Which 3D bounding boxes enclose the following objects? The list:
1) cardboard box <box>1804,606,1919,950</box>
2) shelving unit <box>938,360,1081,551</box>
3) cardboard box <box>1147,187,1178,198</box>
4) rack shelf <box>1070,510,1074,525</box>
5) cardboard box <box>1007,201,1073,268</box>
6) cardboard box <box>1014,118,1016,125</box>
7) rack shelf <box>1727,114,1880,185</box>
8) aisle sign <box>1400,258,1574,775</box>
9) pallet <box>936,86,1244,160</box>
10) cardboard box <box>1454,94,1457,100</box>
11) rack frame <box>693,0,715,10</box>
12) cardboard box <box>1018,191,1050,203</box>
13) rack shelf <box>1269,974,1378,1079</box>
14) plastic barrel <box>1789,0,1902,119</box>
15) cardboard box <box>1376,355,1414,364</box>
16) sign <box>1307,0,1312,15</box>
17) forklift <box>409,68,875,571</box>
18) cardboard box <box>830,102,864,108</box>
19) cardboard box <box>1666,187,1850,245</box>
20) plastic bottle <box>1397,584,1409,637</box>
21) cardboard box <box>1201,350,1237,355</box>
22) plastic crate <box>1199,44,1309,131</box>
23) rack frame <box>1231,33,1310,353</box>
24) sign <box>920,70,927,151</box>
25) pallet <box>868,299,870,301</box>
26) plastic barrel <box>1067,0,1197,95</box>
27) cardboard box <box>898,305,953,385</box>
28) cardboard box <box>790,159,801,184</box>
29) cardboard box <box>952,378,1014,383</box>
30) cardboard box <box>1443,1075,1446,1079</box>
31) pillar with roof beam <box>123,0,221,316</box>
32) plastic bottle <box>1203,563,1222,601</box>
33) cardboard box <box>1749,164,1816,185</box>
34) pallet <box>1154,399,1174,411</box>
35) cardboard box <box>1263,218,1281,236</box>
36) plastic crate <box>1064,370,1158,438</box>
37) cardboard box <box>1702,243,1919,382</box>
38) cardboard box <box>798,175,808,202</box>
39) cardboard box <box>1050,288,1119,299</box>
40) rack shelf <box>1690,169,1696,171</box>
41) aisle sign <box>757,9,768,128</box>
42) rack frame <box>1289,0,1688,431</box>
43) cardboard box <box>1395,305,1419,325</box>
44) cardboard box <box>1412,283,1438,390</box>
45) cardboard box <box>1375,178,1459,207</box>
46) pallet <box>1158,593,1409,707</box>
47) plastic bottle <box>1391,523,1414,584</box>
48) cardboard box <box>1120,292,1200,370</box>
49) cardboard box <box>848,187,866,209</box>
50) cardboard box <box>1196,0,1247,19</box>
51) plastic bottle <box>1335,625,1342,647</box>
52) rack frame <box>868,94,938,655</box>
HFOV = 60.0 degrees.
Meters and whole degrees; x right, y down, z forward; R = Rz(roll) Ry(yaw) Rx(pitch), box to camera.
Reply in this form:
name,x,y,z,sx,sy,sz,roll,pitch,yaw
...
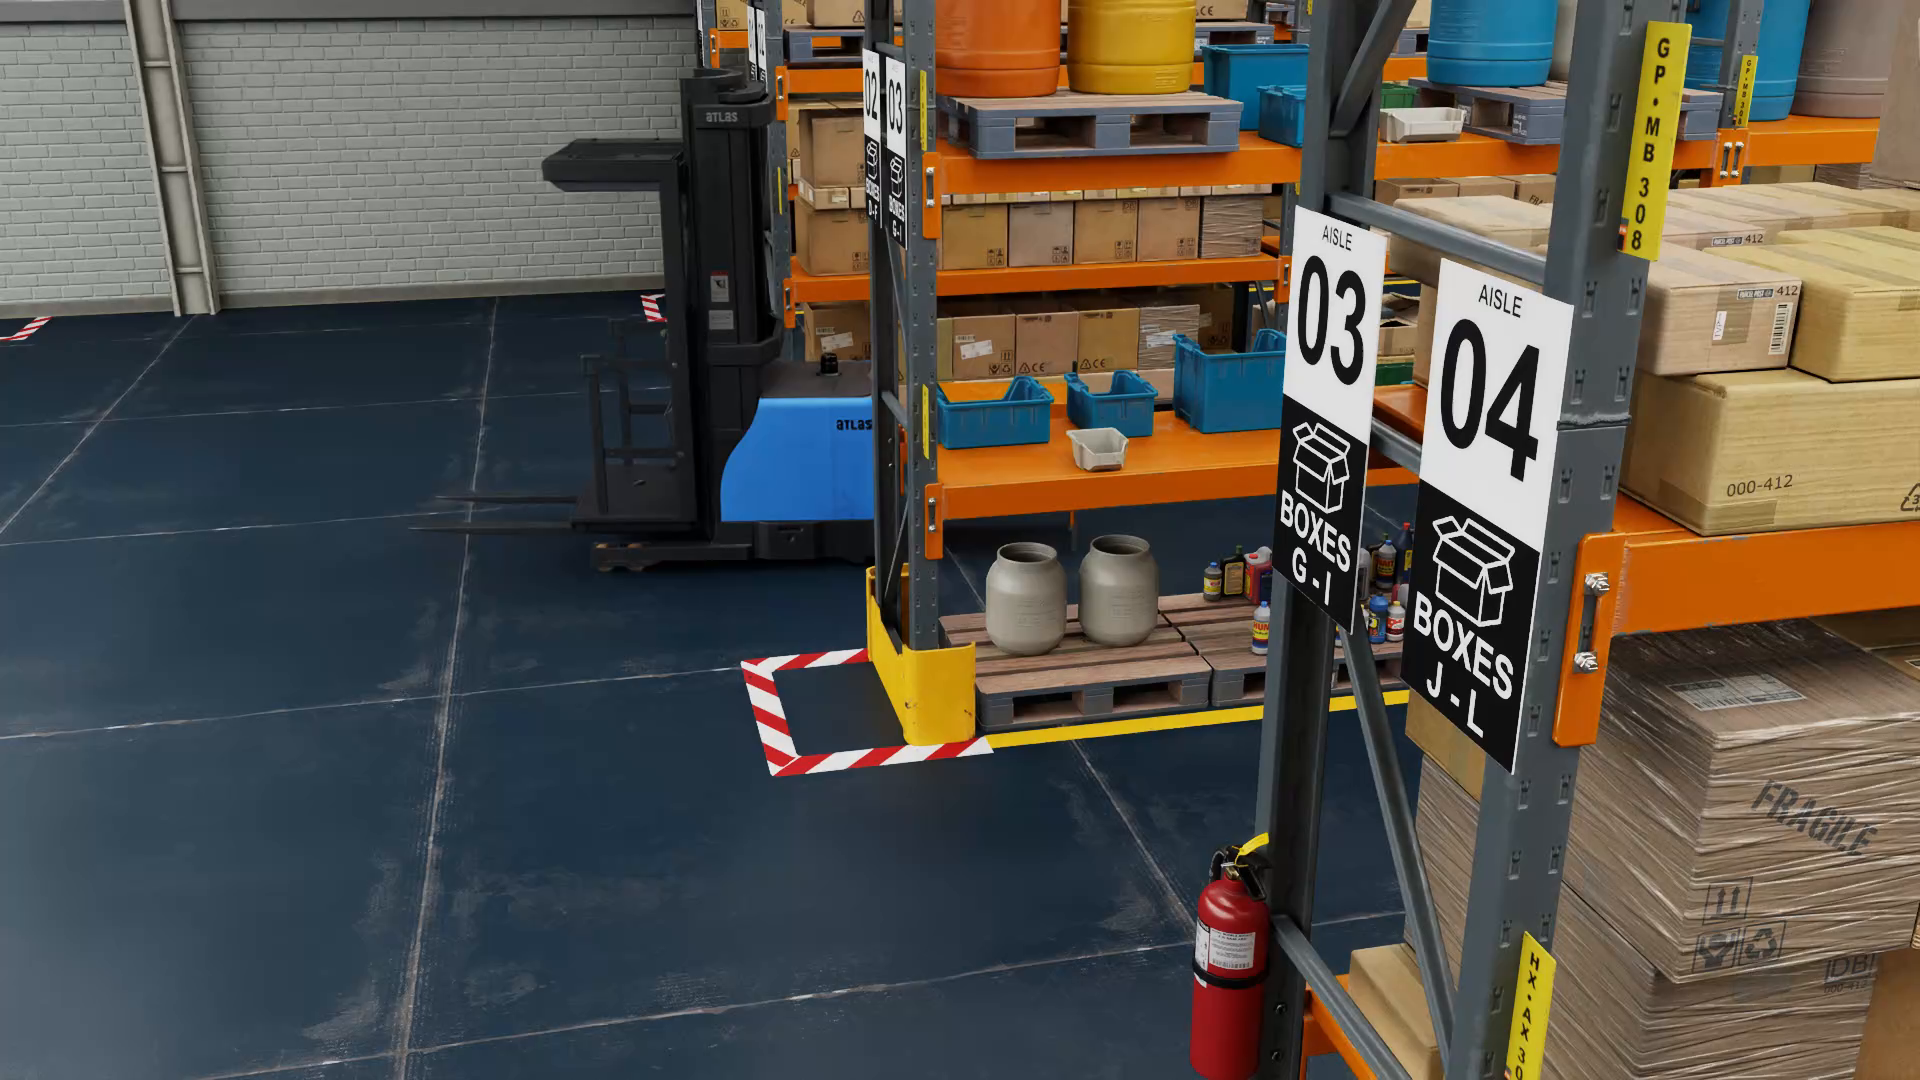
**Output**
name,x,y,z,sx,sy,sz,roll,pitch,yaw
cardboard box,1.948,0.423,3.267,0.500,0.500,0.500,-5,21,-12
shelving unit,0.225,-0.543,10.662,1.048,1.125,0.538,0,20,1
cardboard box,1.513,-2.761,12.902,0.250,0.149,0.380,-5,21,-13
rack shelf,0.225,-0.314,10.746,1.000,0.278,0.538,0,20,1
cardboard box,0.550,-2.451,12.998,0.500,0.500,0.700,-4,21,-11
cardboard box,0.096,-3.024,12.678,0.500,0.500,0.700,-5,21,-12
rack shelf,5.562,-2.135,8.966,4.000,0.370,1.077,-5,21,-12
aisle sign,0.871,-0.047,2.801,0.004,0.787,0.394,-5,21,-12
pallet,0.550,-1.942,7.668,1.213,0.211,1.003,-5,21,-12
cardboard box,5.757,-5.039,18.511,0.500,0.250,0.500,-4,21,-11
rack frame,-2.557,-6.722,16.083,0.127,3.000,1.000,-5,21,-12
cardboard box,0.514,-2.679,12.680,0.250,0.149,0.380,-4,21,-12
rack shelf,2.809,1.248,4.092,4.000,0.370,1.077,-5,21,-12
plastic barrel,4.697,-2.714,8.774,0.600,0.901,0.600,0,20,0
cardboard box,3.426,-1.459,13.824,0.500,0.250,0.500,-4,21,-11
sign,2.608,-4.067,12.328,0.005,0.325,0.100,-5,21,-12
forklift,-1.936,-1.370,10.294,3.031,2.935,1.130,-1,20,-2
cardboard box,-1.036,-4.208,17.040,0.500,0.500,0.500,-5,21,-14
cardboard box,1.582,-0.623,3.431,0.250,0.149,0.380,-6,21,-15
plastic bottle,2.395,0.366,8.774,0.135,0.276,0.152,-4,21,-11
cardboard box,2.078,-1.360,13.554,0.500,0.250,0.500,-5,21,-12
plastic crate,1.509,-2.242,8.236,0.575,0.384,0.392,-5,21,-12
rack frame,2.479,-2.564,13.453,0.127,3.000,1.000,-5,21,-12
sign,-0.155,-1.817,7.041,0.005,0.325,0.100,-5,21,-12
pallet,-0.500,-2.750,18.014,1.213,0.211,1.003,-5,21,-12
plastic barrel,0.803,-2.416,7.804,0.600,0.588,0.600,0,20,0
cardboard box,-0.354,-1.514,12.883,0.500,0.500,0.500,-5,21,-12
cardboard box,-1.507,-3.823,17.078,0.500,0.250,0.500,-5,21,-14
cardboard box,0.132,-1.202,13.121,0.500,0.250,0.500,-5,21,-12
cardboard box,1.194,1.244,3.423,0.250,0.149,0.380,-5,21,-12
pillar with roof beam,-6.923,-5.151,11.794,0.400,9.000,9.100,-5,21,-12
plastic bottle,1.409,0.226,9.265,0.097,0.201,0.097,0,20,0
cardboard box,6.959,-3.212,14.467,0.500,0.500,0.700,-12,24,-31
pallet,1.695,-1.206,13.799,1.213,0.211,1.003,-5,21,-12
cardboard box,3.534,-3.446,18.856,0.500,0.500,0.700,-5,21,-13
plastic crate,0.774,-0.709,8.604,0.408,0.251,0.499,-5,21,-12
cardboard box,1.458,-0.389,2.793,0.250,0.149,0.380,-4,21,-11
cardboard box,-1.086,-2.693,12.717,0.250,0.149,0.380,-5,21,-13
cardboard box,0.983,-1.811,13.695,0.500,0.500,0.500,-5,21,-12
rack shelf,7.174,-4.359,19.399,4.000,0.370,1.077,-5,21,-12
aisle sign,-1.407,-3.360,11.848,0.004,0.787,0.394,-5,21,-12
rack frame,0.862,-1.748,2.504,0.127,3.000,1.000,-5,21,-12
cardboard box,3.930,-1.762,13.836,0.500,0.311,0.500,-5,21,-14
cardboard box,1.273,-0.392,3.382,0.500,0.250,0.500,-4,21,-11
cardboard box,3.743,-2.708,13.701,0.500,0.500,0.500,-3,20,-9
pallet,1.762,0.541,9.032,1.213,0.211,1.003,-5,21,-12
plastic bottle,2.550,0.071,9.470,0.185,0.351,0.144,-6,21,-15
cardboard box,1.589,-1.677,13.328,0.500,0.500,0.500,-5,21,-12
cardboard box,-0.726,-2.580,12.408,0.250,0.149,0.380,-5,21,-14
cardboard box,1.928,-4.331,12.956,0.500,0.500,0.500,-3,20,-8
plastic bottle,1.990,0.411,8.658,0.097,0.271,0.097,0,20,0
rack frame,-0.277,-0.589,8.062,0.127,3.000,1.000,-5,21,-12
